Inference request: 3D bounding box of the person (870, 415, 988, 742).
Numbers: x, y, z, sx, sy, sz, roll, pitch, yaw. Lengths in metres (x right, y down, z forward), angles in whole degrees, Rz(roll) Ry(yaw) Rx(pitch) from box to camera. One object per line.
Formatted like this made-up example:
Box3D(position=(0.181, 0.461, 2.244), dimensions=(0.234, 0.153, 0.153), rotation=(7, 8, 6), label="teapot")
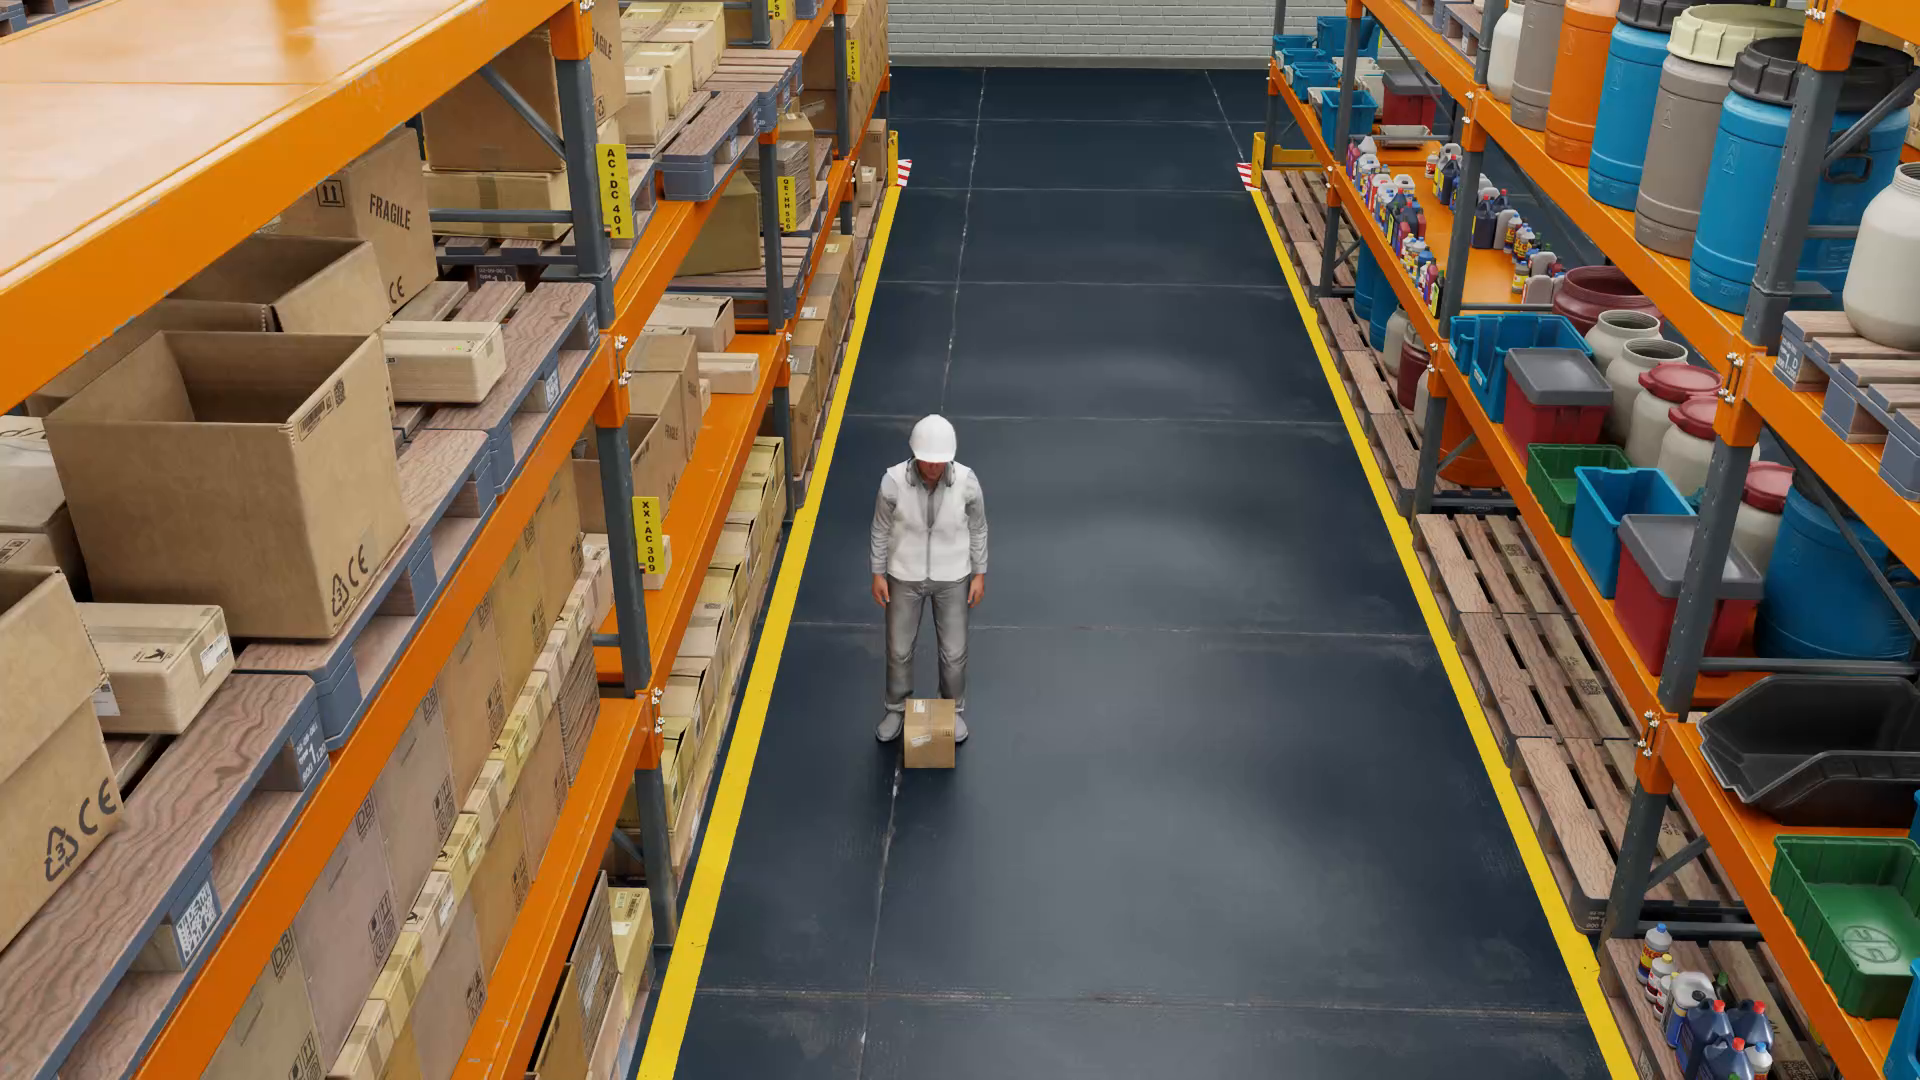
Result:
Box3D(position=(-0.153, 0.180, 8.253), dimensions=(0.582, 1.769, 0.467), rotation=(-1, 28, -1), label="person")
